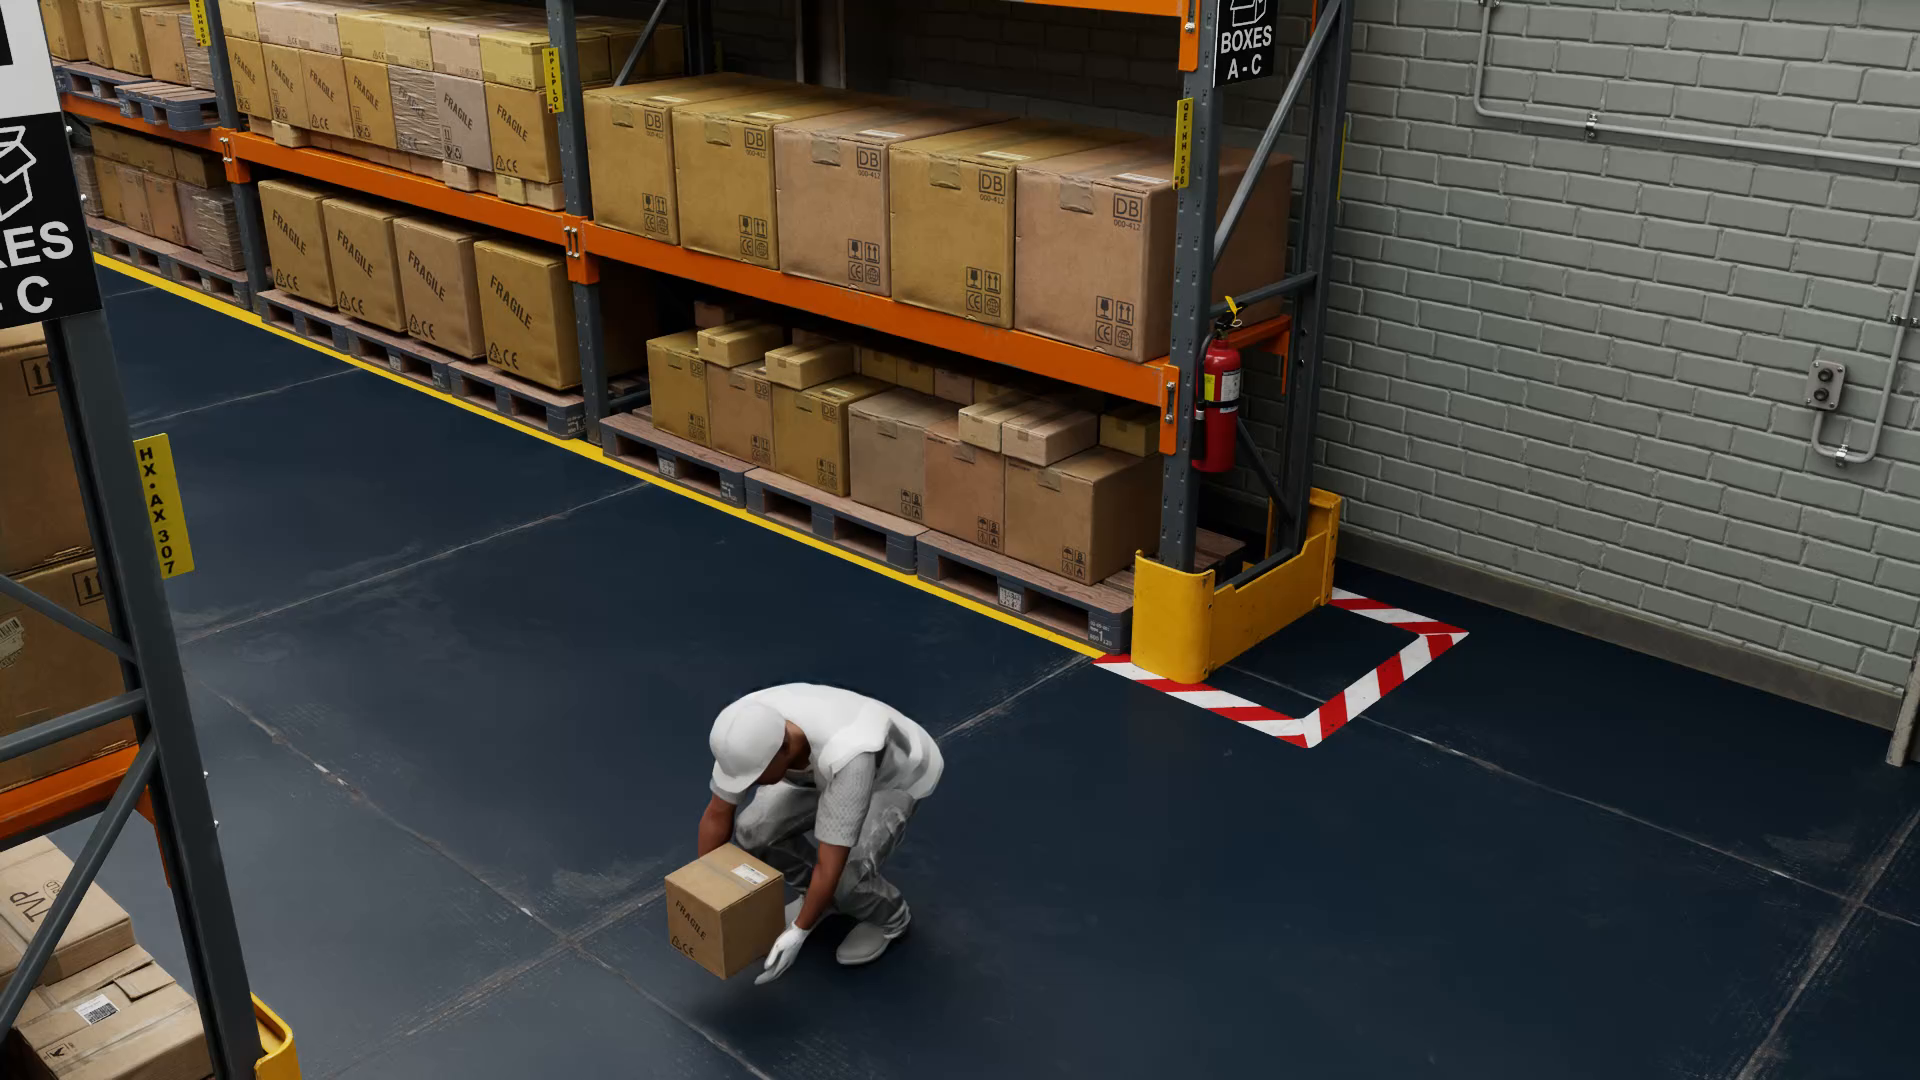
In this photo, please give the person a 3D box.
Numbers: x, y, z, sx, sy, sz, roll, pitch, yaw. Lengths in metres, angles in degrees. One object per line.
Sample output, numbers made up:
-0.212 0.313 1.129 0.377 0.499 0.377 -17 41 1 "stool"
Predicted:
-0.419 0.835 5.108 0.572 1.038 0.904 20 30 38 "person"
